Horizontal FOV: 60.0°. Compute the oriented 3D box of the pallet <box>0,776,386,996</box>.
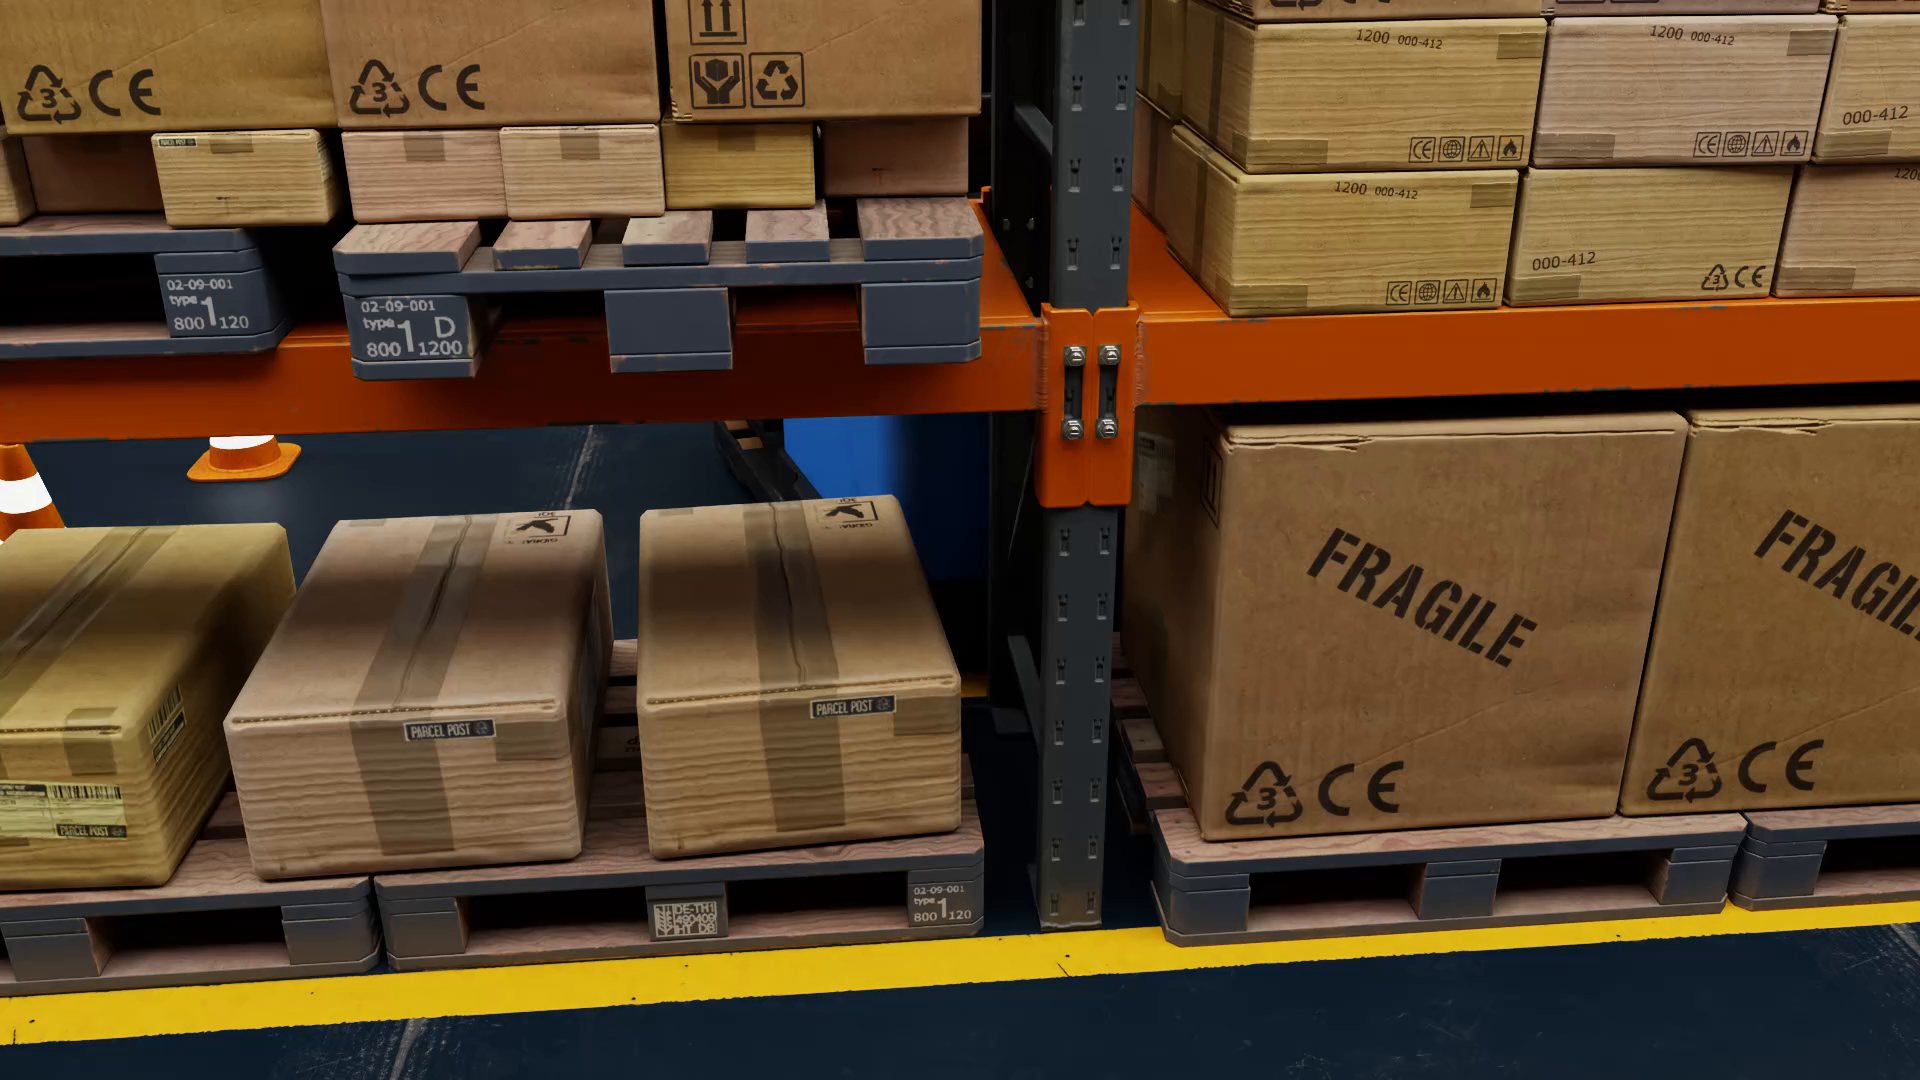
[{"bbox_3d":[-1.808,0.587,3.670,1.213,0.211,1.003,-2,24,-5],"label":"pallet"}]

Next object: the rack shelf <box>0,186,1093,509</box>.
[{"bbox_3d":[-1.809,-0.357,3.246,4.000,0.370,1.077,-2,24,-5],"label":"rack shelf"}]

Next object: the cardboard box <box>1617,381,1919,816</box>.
[{"bbox_3d":[1.765,-0.014,3.688,0.875,0.875,0.875,-2,24,-5],"label":"cardboard box"}]

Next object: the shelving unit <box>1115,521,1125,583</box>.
[{"bbox_3d":[0.645,-0.214,4.234,0.503,1.200,0.258,-10,27,-18],"label":"shelving unit"}]

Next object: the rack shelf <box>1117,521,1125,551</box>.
[{"bbox_3d":[0.647,0.026,4.350,0.480,0.148,0.258,-10,27,-18],"label":"rack shelf"}]

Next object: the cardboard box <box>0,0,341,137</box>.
[{"bbox_3d":[-1.259,-0.963,2.717,0.500,0.500,0.500,-4,24,-9],"label":"cardboard box"}]

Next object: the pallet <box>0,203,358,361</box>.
[{"bbox_3d":[-1.785,-0.582,3.103,1.213,0.211,1.003,-2,24,-5],"label":"pallet"}]

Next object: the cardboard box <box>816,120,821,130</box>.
[{"bbox_3d":[-0.161,-0.905,3.385,0.250,0.149,0.380,-4,24,-8],"label":"cardboard box"}]

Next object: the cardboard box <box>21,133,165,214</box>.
[{"bbox_3d":[-1.414,-0.684,2.888,0.250,0.149,0.380,-2,24,-5],"label":"cardboard box"}]

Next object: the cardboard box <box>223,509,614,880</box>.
[{"bbox_3d":[-1.116,0.295,3.612,0.625,0.372,0.950,-3,24,-6],"label":"cardboard box"}]

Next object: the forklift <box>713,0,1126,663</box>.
[{"bbox_3d":[-0.219,-1.576,5.187,1.130,2.935,3.031,-9,25,-19],"label":"forklift"}]

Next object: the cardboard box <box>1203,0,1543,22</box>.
[{"bbox_3d":[0.696,-1.189,2.878,0.500,0.500,0.500,-3,24,-7],"label":"cardboard box"}]

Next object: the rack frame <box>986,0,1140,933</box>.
[{"bbox_3d":[0.181,-0.766,3.279,0.127,3.000,1.000,-2,24,-5],"label":"rack frame"}]

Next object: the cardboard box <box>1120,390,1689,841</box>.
[{"bbox_3d":[0.877,0.019,3.612,0.875,0.875,0.875,-3,24,-6],"label":"cardboard box"}]

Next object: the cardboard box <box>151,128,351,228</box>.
[{"bbox_3d":[-1.152,-0.643,2.796,0.250,0.149,0.380,-2,24,-4],"label":"cardboard box"}]

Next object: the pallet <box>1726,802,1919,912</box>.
[{"bbox_3d":[2.184,0.460,3.955,1.213,0.211,1.003,-2,24,-5],"label":"pallet"}]

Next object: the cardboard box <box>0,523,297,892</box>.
[{"bbox_3d":[-1.871,0.323,3.550,0.625,0.372,0.950,-2,24,-3],"label":"cardboard box"}]

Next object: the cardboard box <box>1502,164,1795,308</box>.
[{"bbox_3d":[1.202,-0.643,3.187,0.500,0.250,0.500,-3,24,-7],"label":"cardboard box"}]

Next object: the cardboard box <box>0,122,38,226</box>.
[{"bbox_3d":[-1.656,-0.641,2.790,0.250,0.149,0.380,-3,24,-7],"label":"cardboard box"}]

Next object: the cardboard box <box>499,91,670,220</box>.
[{"bbox_3d":[-0.628,-0.666,2.848,0.250,0.149,0.380,-2,24,-6],"label":"cardboard box"}]

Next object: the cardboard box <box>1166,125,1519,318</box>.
[{"bbox_3d":[0.693,-0.615,3.125,0.500,0.250,0.500,-3,24,-6],"label":"cardboard box"}]

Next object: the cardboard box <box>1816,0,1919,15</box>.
[{"bbox_3d":[1.705,-1.227,2.964,0.500,0.500,0.500,-2,24,-4],"label":"cardboard box"}]

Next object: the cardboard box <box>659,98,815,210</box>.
[{"bbox_3d":[-0.382,-0.695,2.912,0.250,0.149,0.380,-2,24,-4],"label":"cardboard box"}]

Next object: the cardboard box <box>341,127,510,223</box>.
[{"bbox_3d":[-0.879,-0.660,2.833,0.250,0.149,0.380,-3,24,-8],"label":"cardboard box"}]

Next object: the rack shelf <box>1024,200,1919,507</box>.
[{"bbox_3d":[2.171,-0.517,3.605,4.000,0.370,1.077,-2,24,-5],"label":"rack shelf"}]

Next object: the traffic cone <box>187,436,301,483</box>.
[{"bbox_3d":[-2.513,-0.478,5.755,0.334,0.463,0.336,-2,24,-5],"label":"traffic cone"}]

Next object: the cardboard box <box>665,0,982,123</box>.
[{"bbox_3d":[-0.244,-1.009,2.820,0.500,0.500,0.500,-3,24,-7],"label":"cardboard box"}]

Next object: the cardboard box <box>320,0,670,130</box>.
[{"bbox_3d":[-0.757,-0.983,2.763,0.500,0.500,0.500,-3,24,-6],"label":"cardboard box"}]

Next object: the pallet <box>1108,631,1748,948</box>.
[{"bbox_3d":[0.973,0.508,3.848,1.213,0.211,1.003,-2,24,-5],"label":"pallet"}]

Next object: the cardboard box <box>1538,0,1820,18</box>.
[{"bbox_3d":[1.189,-1.213,2.931,0.500,0.500,0.500,-2,24,-5],"label":"cardboard box"}]

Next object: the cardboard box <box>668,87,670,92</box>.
[{"bbox_3d":[-0.722,-0.915,3.407,0.250,0.149,0.380,-4,24,-9],"label":"cardboard box"}]

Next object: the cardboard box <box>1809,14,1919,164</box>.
[{"bbox_3d":[1.721,-0.881,3.108,0.500,0.250,0.500,-2,24,-5],"label":"cardboard box"}]

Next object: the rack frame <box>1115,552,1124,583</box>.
[{"bbox_3d":[0.417,-0.175,4.157,0.015,1.200,0.240,-10,27,-18],"label":"rack frame"}]

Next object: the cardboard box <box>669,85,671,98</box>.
[{"bbox_3d":[-1.021,-1.938,8.170,0.750,0.750,1.050,-3,24,-6],"label":"cardboard box"}]

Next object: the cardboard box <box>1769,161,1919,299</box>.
[{"bbox_3d":[1.725,-0.661,3.229,0.500,0.250,0.500,-2,24,-3],"label":"cardboard box"}]

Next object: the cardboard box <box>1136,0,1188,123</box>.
[{"bbox_3d":[0.638,-1.048,3.483,0.500,0.250,0.500,-2,24,-5],"label":"cardboard box"}]

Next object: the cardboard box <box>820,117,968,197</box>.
[{"bbox_3d":[-0.122,-0.734,3.002,0.250,0.149,0.380,-1,24,-3],"label":"cardboard box"}]

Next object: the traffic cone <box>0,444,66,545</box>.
[{"bbox_3d":[-2.703,-0.062,4.820,0.334,0.463,0.336,-2,24,-5],"label":"traffic cone"}]

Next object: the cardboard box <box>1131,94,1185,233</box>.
[{"bbox_3d":[0.659,-0.822,3.591,0.500,0.250,0.500,-3,24,-7],"label":"cardboard box"}]

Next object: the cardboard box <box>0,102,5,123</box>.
[{"bbox_3d":[-1.803,-0.941,2.669,0.500,0.500,0.500,-3,24,-7],"label":"cardboard box"}]

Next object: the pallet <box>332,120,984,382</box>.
[{"bbox_3d":[-0.518,-0.606,3.157,1.003,0.211,1.213,-2,24,-5],"label":"pallet"}]

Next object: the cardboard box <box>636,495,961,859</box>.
[{"bbox_3d":[-0.382,0.262,3.686,0.625,0.372,0.950,-4,24,-9],"label":"cardboard box"}]

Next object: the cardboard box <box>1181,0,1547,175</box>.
[{"bbox_3d":[0.710,-0.846,3.029,0.500,0.250,0.500,-2,24,-6],"label":"cardboard box"}]

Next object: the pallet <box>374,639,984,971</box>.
[{"bbox_3d":[-0.597,0.539,3.777,1.213,0.211,1.003,-2,24,-5],"label":"pallet"}]

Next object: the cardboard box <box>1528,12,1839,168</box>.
[{"bbox_3d":[1.224,-0.866,3.075,0.500,0.250,0.500,-2,24,-4],"label":"cardboard box"}]
